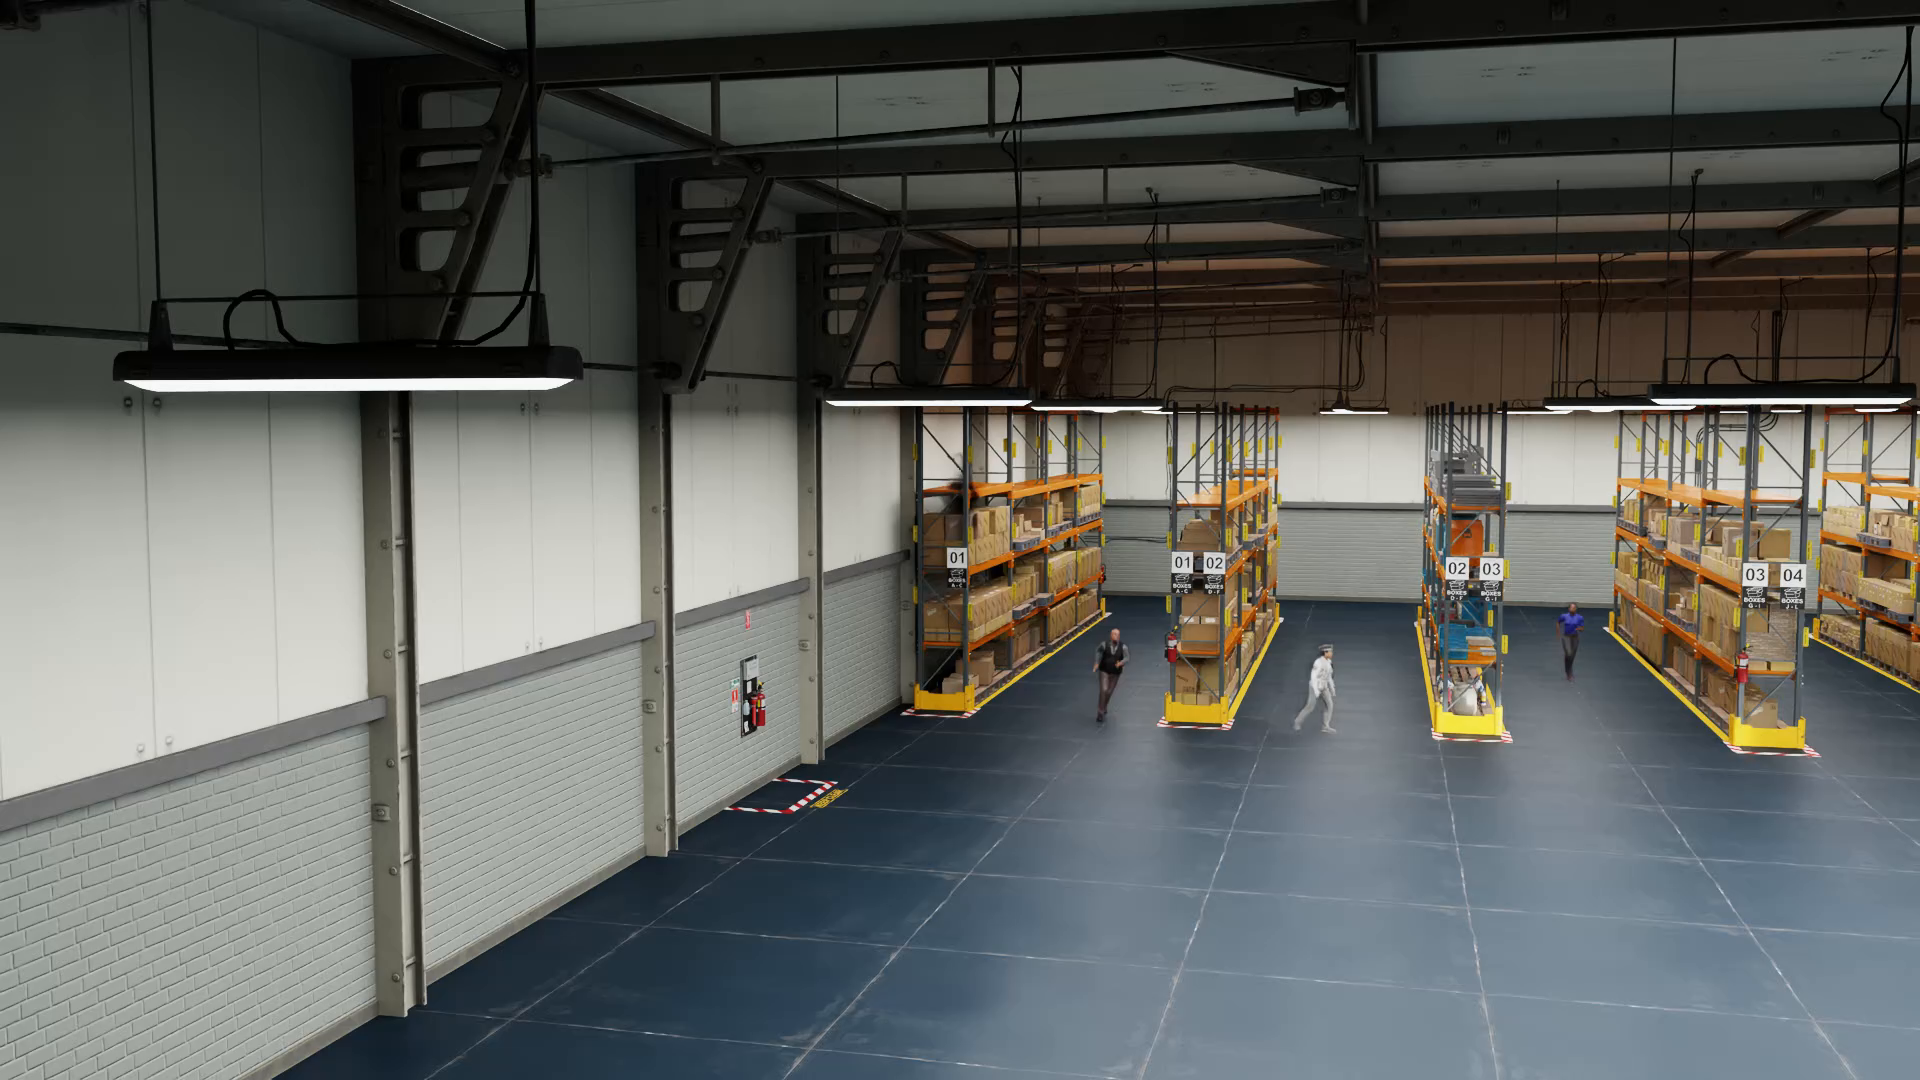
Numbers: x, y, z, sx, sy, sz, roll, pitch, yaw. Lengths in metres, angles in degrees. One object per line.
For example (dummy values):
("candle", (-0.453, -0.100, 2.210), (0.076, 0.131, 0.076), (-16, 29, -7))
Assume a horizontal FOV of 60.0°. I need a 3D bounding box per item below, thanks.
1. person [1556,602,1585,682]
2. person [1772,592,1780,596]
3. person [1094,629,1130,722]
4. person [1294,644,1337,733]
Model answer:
("person", (13.342, 2.269, 36.316), (0.521, 1.608, 0.832), (0, 4, 3))
("person", (20.899, 1.750, 42.828), (0.591, 1.712, 0.694), (2, 4, 20))
("person", (2.843, 2.522, 31.440), (0.701, 1.689, 0.910), (-1, 4, -7))
("person", (6.491, 2.684, 30.307), (0.785, 1.617, 0.661), (4, 6, 43))
